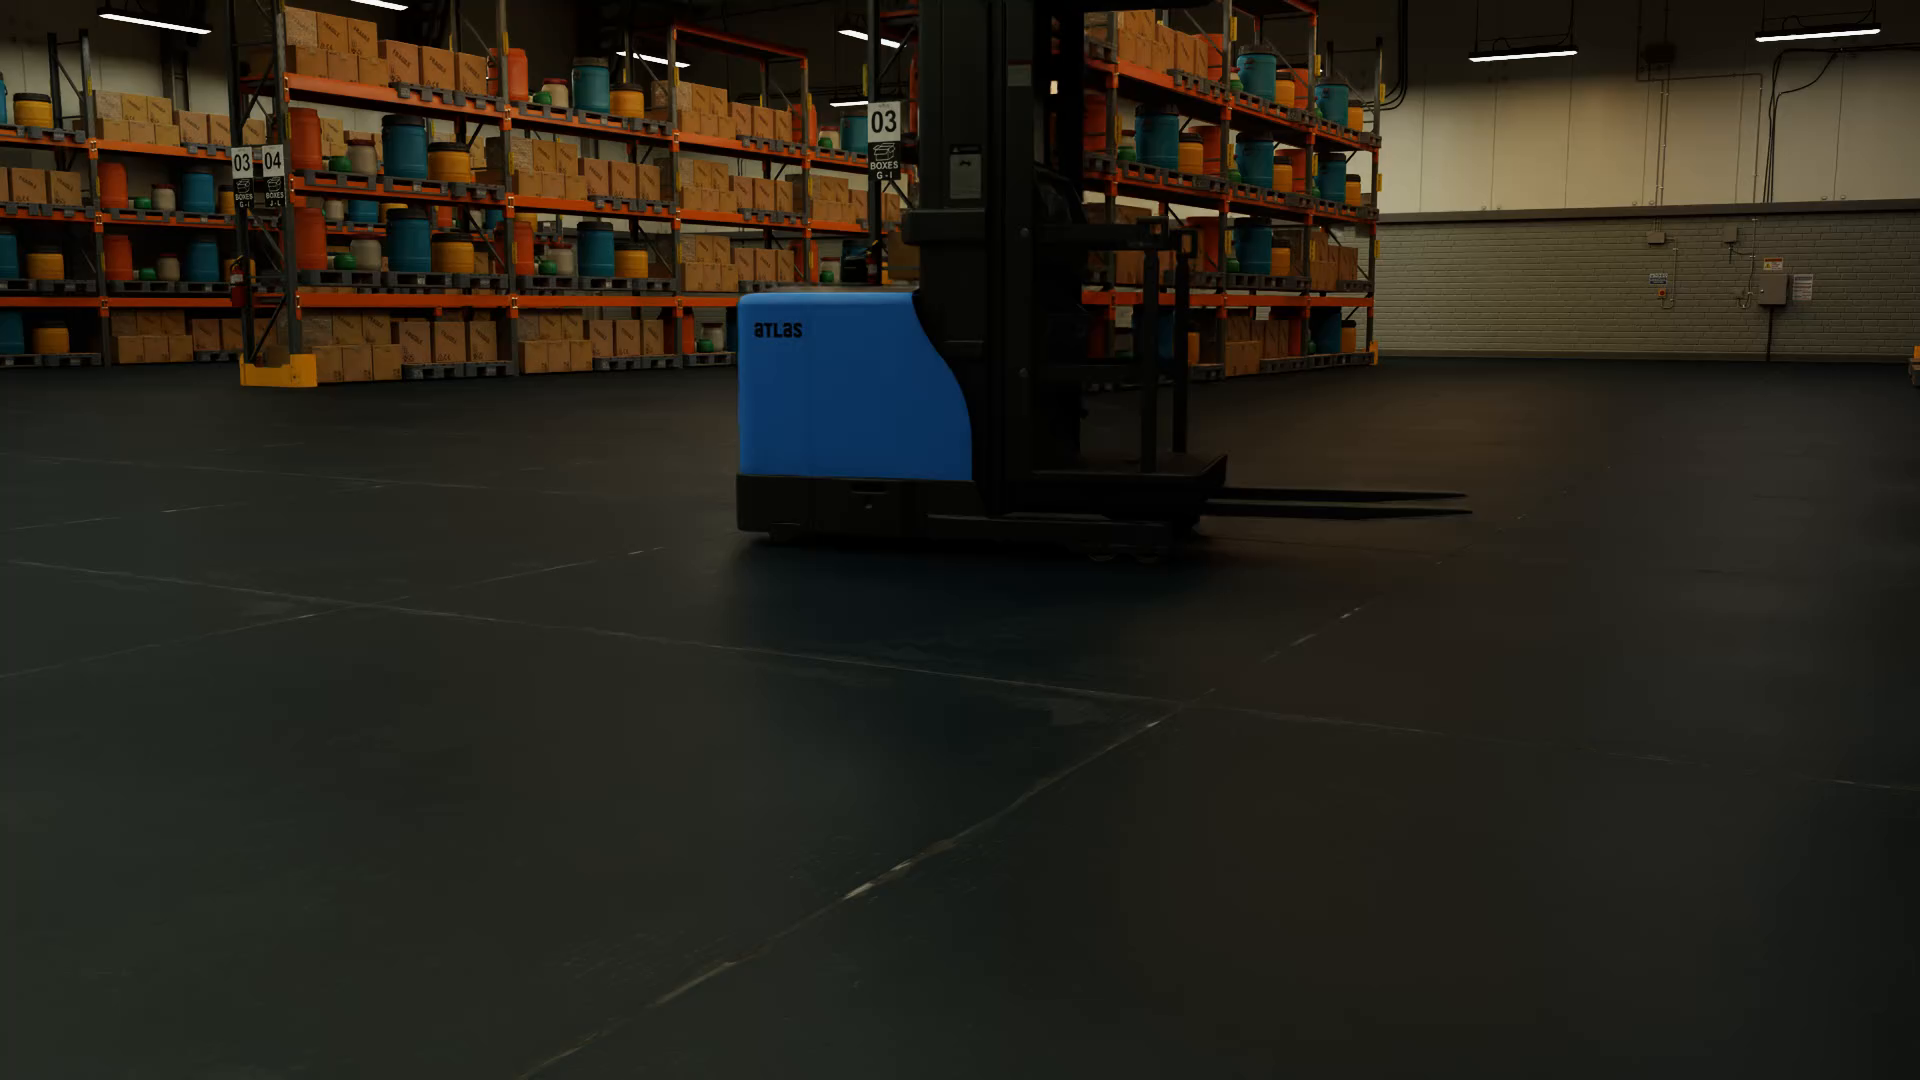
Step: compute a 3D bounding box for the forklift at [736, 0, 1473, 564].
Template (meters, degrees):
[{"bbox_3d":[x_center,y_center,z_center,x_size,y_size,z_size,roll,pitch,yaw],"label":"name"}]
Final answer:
[{"bbox_3d":[0.616,-1.437,7.008,3.031,2.935,1.130,2,8,14],"label":"forklift"}]
